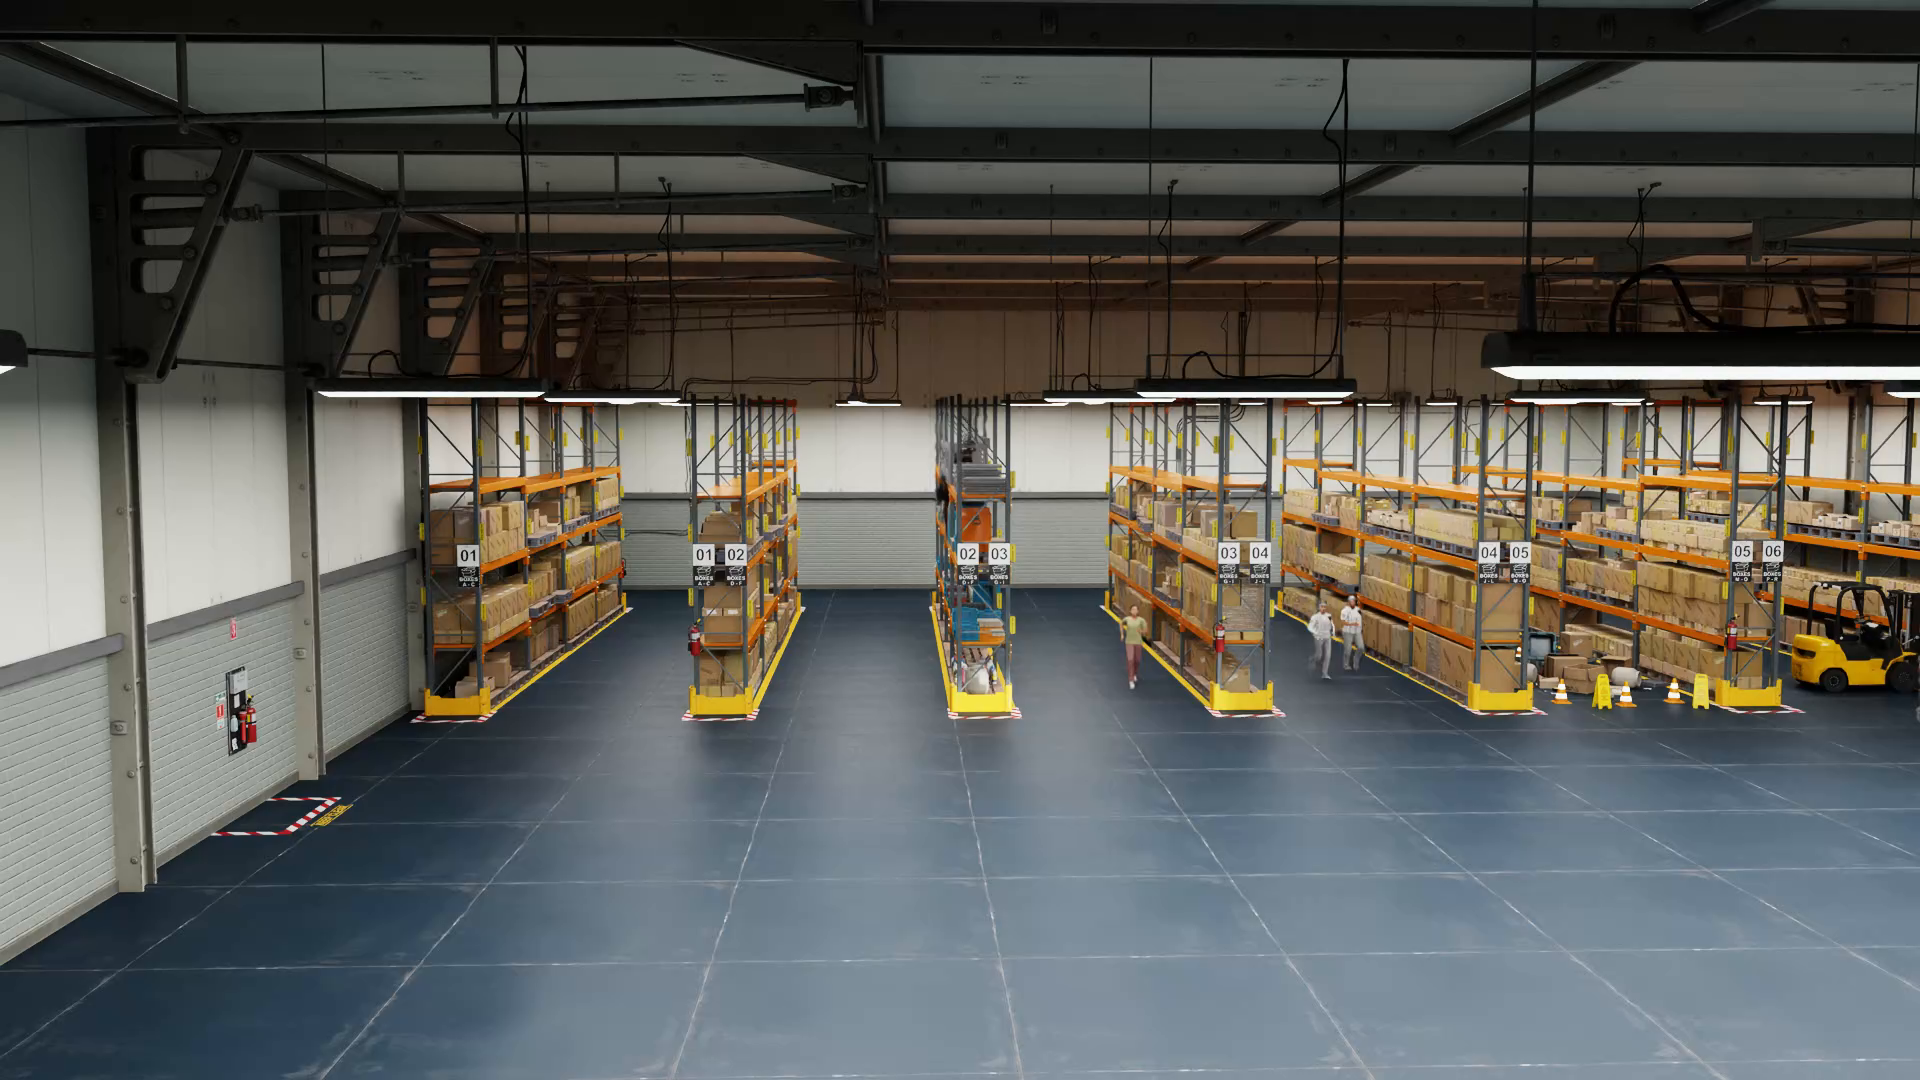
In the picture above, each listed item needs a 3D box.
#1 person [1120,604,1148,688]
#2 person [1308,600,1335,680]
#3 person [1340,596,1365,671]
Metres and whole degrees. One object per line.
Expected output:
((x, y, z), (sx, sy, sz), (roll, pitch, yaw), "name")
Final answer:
((3.596, 2.159, 34.309), (0.564, 1.682, 0.907), (0, 4, -1), "person")
((7.743, 2.105, 35.479), (0.632, 1.661, 0.862), (-1, 5, -10), "person")
((8.586, 2.043, 36.324), (0.579, 1.638, 0.630), (-1, 5, -9), "person")
